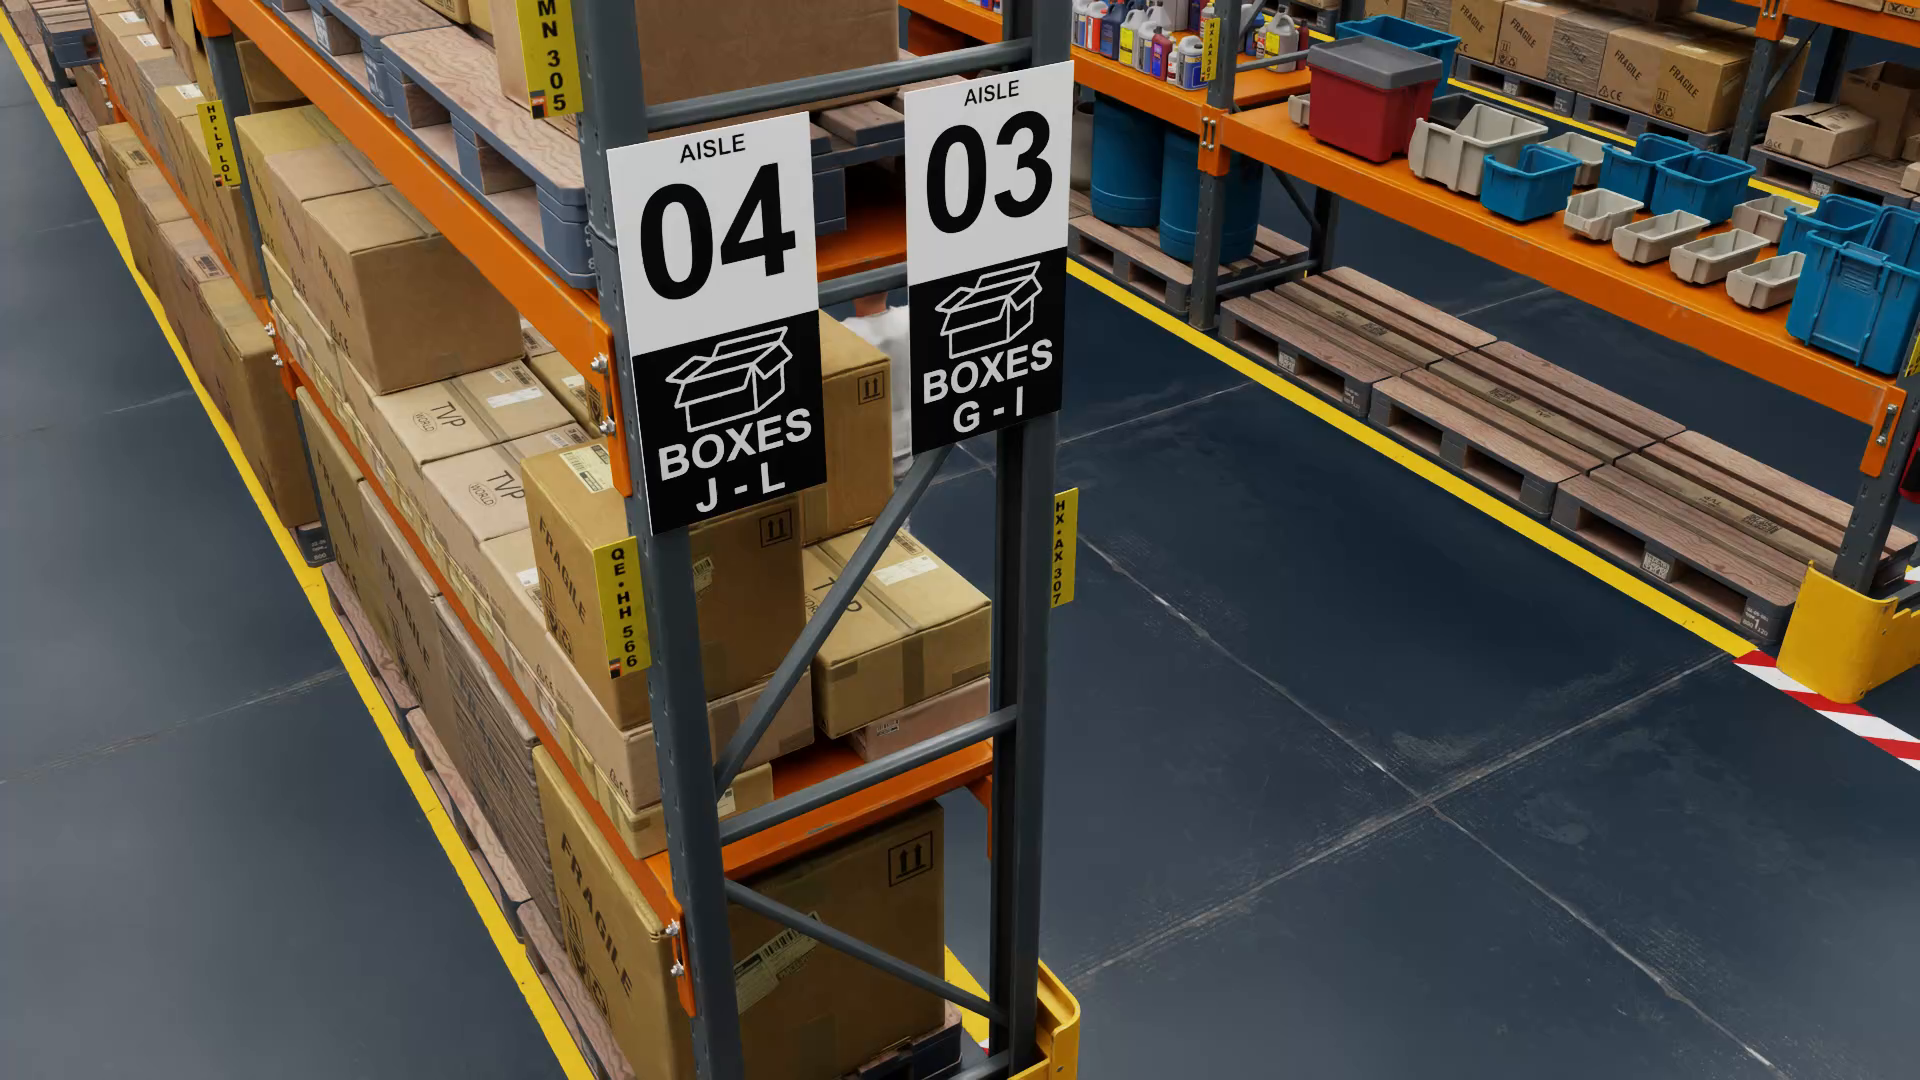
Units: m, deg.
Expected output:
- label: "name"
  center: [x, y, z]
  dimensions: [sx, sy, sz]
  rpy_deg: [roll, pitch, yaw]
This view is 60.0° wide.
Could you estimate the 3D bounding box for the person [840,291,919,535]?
- label: "person"
  center: [-0.361, -0.354, 6.695]
  dimensions: [0.526, 1.821, 0.486]
  rpy_deg: [-18, 37, -26]
